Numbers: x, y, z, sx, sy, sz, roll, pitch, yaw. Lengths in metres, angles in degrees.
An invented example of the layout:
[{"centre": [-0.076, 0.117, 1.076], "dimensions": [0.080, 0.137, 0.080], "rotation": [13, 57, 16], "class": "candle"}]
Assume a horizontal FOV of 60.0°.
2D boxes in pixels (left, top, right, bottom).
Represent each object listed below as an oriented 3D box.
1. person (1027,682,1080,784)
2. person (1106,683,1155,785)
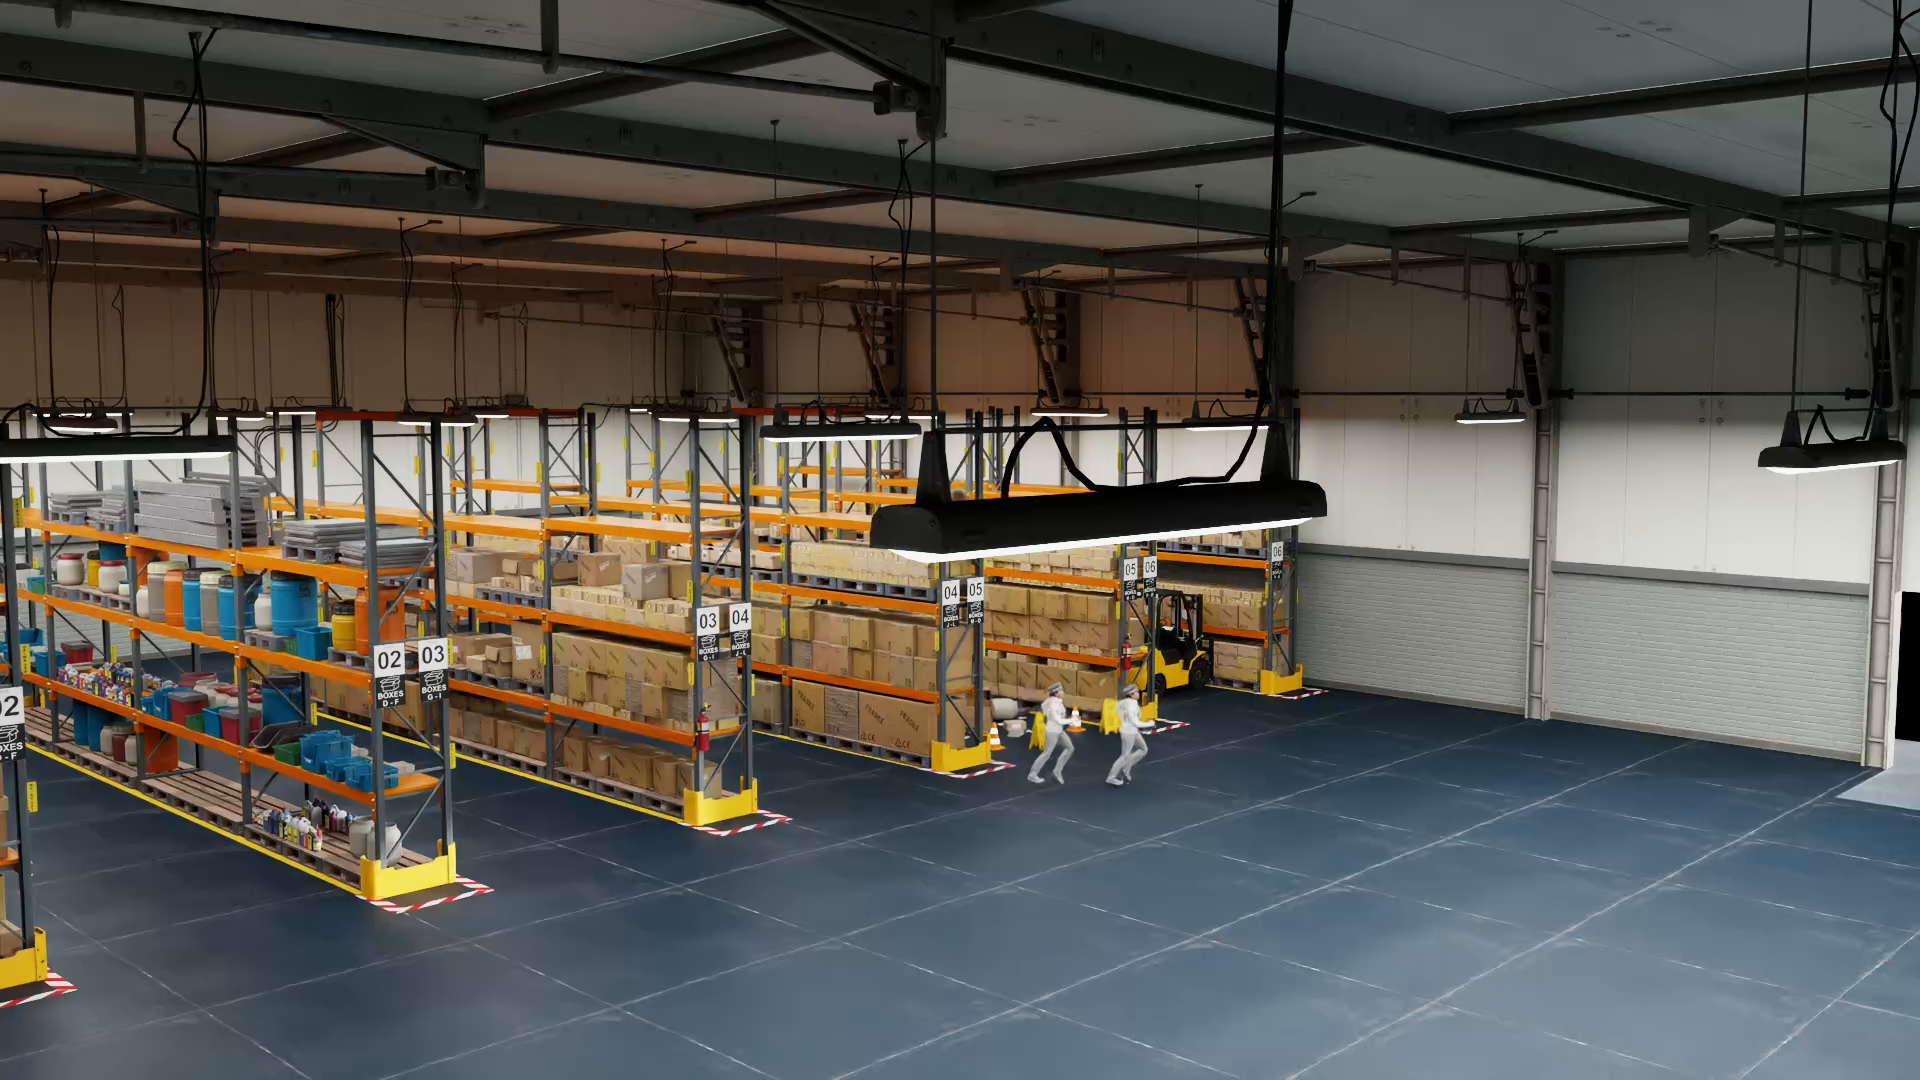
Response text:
[{"centre": [1.518, 3.109, 26.836], "dimensions": [0.835, 1.691, 0.620], "rotation": [1, 5, 9], "class": "person"}, {"centre": [2.750, 3.114, 26.829], "dimensions": [0.780, 1.646, 0.631], "rotation": [0, 5, 4], "class": "person"}]
